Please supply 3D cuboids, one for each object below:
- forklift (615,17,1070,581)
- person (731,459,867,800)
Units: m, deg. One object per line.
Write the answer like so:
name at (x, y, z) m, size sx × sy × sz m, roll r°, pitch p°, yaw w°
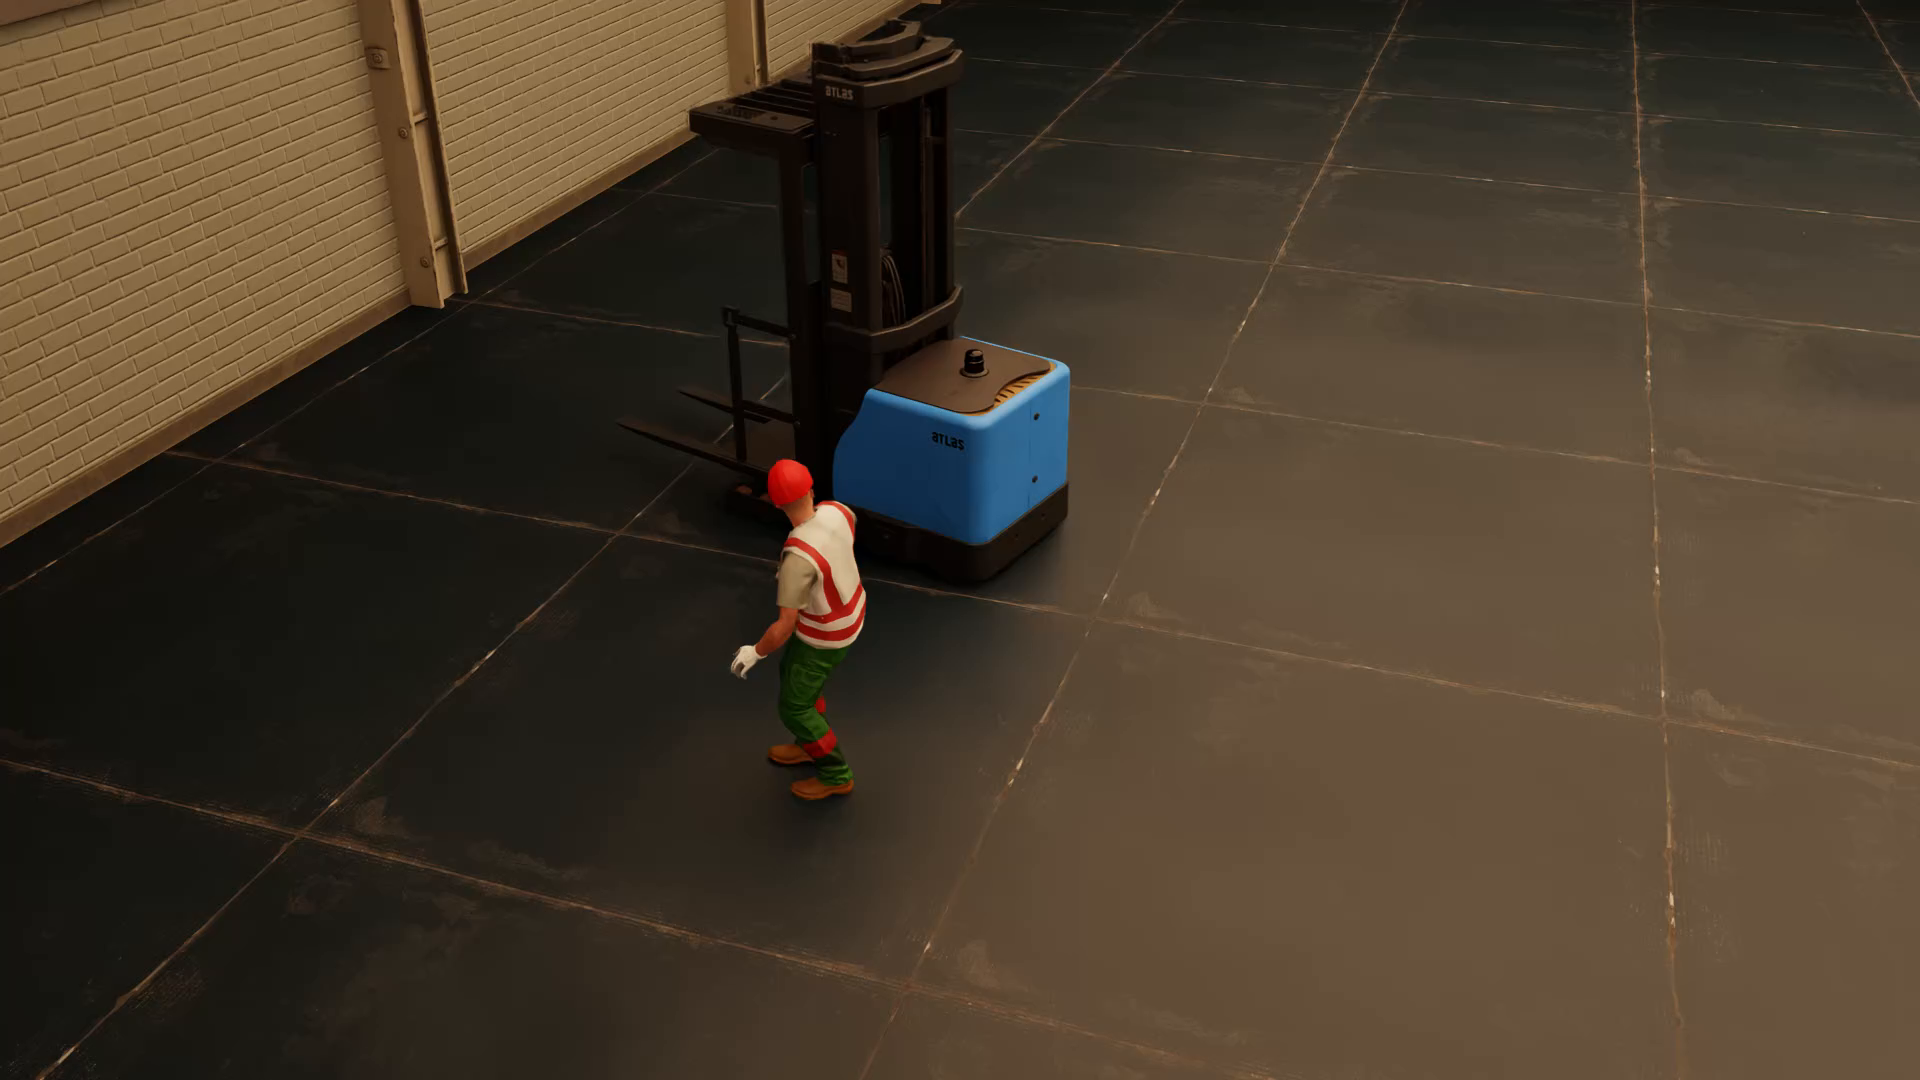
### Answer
forklift at (-0.847, -1.587, 9.921) m, size 3.031 × 2.935 × 1.130 m, roll 18°, pitch 34°, yaw 29°
person at (-0.713, 0.410, 7.655) m, size 0.520 × 1.728 × 0.763 m, roll 6°, pitch 30°, yaw 10°
